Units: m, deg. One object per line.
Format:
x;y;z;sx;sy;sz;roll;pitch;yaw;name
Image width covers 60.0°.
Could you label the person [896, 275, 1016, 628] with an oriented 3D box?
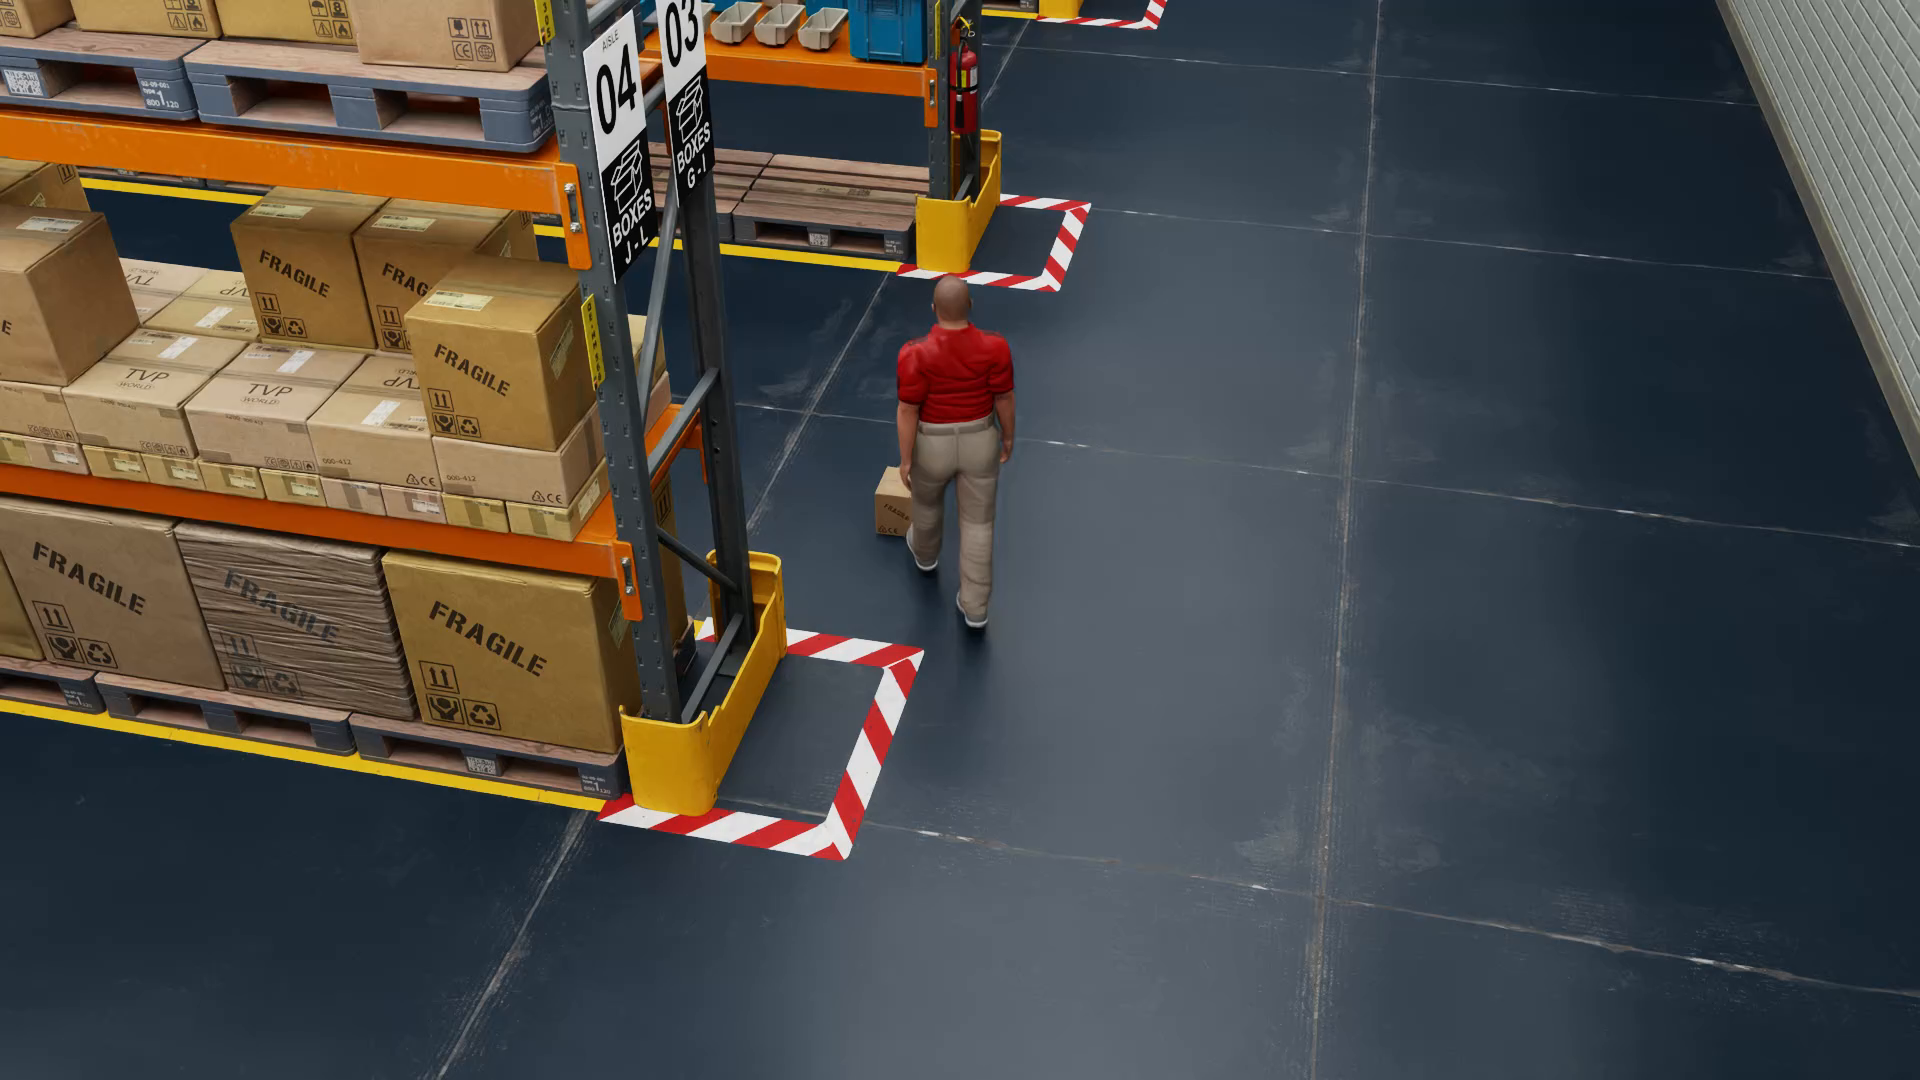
-0.025;-0.479;7.623;0.544;1.701;0.837;-3;36;-5;person
